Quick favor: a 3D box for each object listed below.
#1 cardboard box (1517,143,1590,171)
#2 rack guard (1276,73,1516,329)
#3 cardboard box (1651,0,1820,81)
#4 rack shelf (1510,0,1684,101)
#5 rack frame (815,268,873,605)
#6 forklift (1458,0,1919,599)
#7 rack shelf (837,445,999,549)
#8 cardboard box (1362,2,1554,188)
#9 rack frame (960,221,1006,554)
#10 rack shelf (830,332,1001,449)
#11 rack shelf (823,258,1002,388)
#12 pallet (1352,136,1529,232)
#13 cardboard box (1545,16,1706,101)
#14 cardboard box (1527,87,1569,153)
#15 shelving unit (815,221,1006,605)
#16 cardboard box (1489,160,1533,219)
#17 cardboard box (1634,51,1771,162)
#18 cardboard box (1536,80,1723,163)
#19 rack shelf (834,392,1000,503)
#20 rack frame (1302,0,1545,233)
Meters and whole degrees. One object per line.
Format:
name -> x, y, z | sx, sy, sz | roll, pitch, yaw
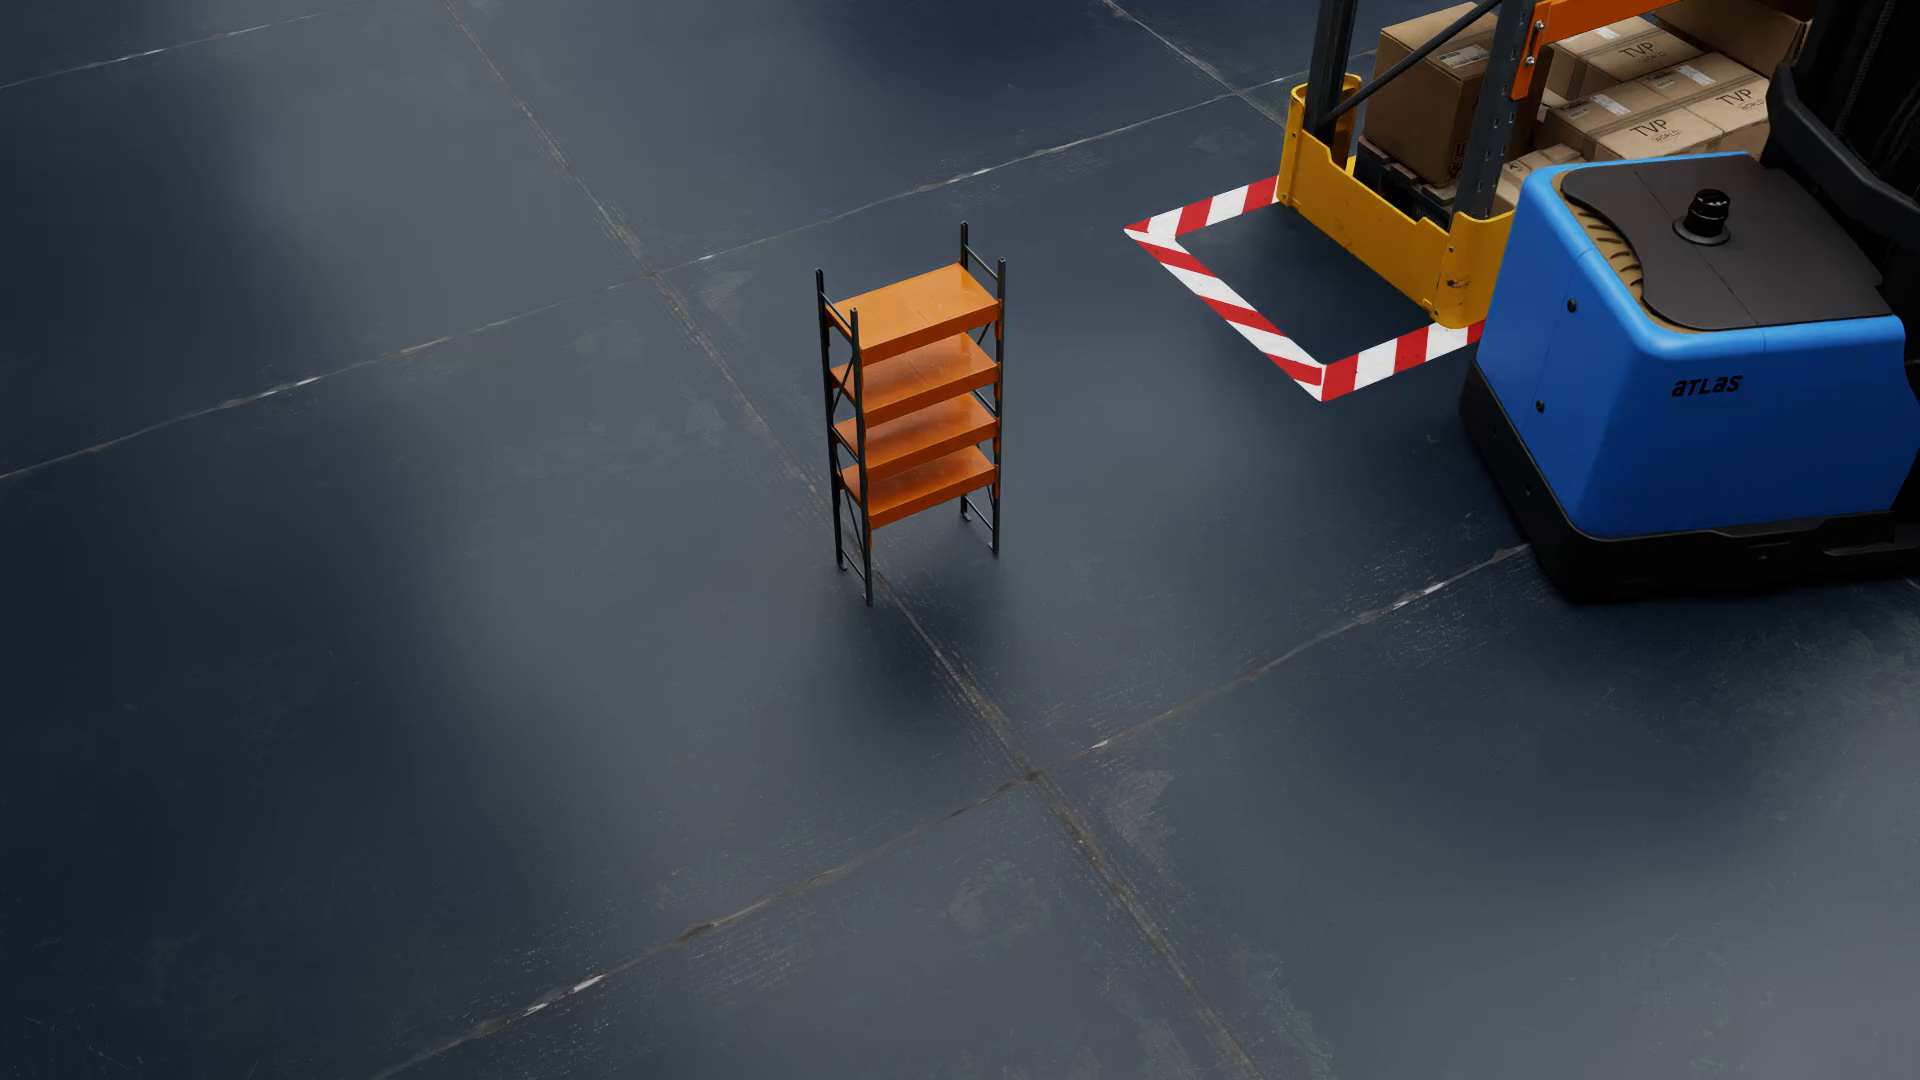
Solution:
cardboard box -> 2.490, -1.450, 6.808 | 0.250, 0.166, 0.380 | -22, 48, -21
rack guard -> 1.805, -1.413, 6.847 | 0.348, 0.500, 1.175 | -22, 48, -21
cardboard box -> 3.580, -2.279, 7.421 | 0.637, 0.503, 0.797 | -22, 48, -21
rack shelf -> 3.473, -2.720, 6.915 | 4.000, 0.370, 1.077 | -22, 48, -21
rack frame -> -0.355, -0.288, 5.186 | 0.015, 1.200, 0.240 | -22, 48, -21
forklift -> 3.399, -1.326, 5.012 | 3.031, 2.935, 1.130 | -6, 44, -6
rack shelf -> -0.144, -0.182, 5.458 | 0.480, 0.148, 0.258 | -22, 48, -21
cardboard box -> 2.087, -1.882, 7.015 | 0.500, 0.500, 0.500 | -22, 48, -21
rack frame -> 0.068, -0.458, 5.360 | 0.015, 1.200, 0.240 | -22, 48, -21
rack shelf -> -0.144, -0.485, 5.164 | 0.480, 0.148, 0.258 | -22, 48, -21
rack shelf -> -0.144, -0.655, 4.999 | 0.480, 0.148, 0.258 | -22, 48, -21
pallet -> 2.495, -1.587, 7.234 | 1.213, 0.211, 1.003 | -22, 48, -21
cardboard box -> 2.926, -2.104, 7.423 | 0.500, 0.250, 0.500 | -22, 48, -21
cardboard box -> 2.483, -1.849, 7.220 | 0.250, 0.166, 0.380 | -22, 48, -21
shelving unit -> -0.144, -0.373, 5.273 | 0.503, 1.200, 0.258 | -22, 48, -21
cardboard box -> 2.273, -1.357, 6.725 | 0.250, 0.149, 0.380 | -22, 48, -21
cardboard box -> 3.218, -1.819, 7.129 | 0.500, 0.250, 0.500 | -22, 48, -21
cardboard box -> 2.785, -1.646, 6.951 | 0.500, 0.250, 0.500 | -22, 48, -21
rack shelf -> -0.144, -0.325, 5.320 | 0.480, 0.148, 0.258 | -22, 48, -21
rack frame -> 1.739, -2.284, 5.950 | 0.127, 3.000, 1.000 | -22, 48, -21
